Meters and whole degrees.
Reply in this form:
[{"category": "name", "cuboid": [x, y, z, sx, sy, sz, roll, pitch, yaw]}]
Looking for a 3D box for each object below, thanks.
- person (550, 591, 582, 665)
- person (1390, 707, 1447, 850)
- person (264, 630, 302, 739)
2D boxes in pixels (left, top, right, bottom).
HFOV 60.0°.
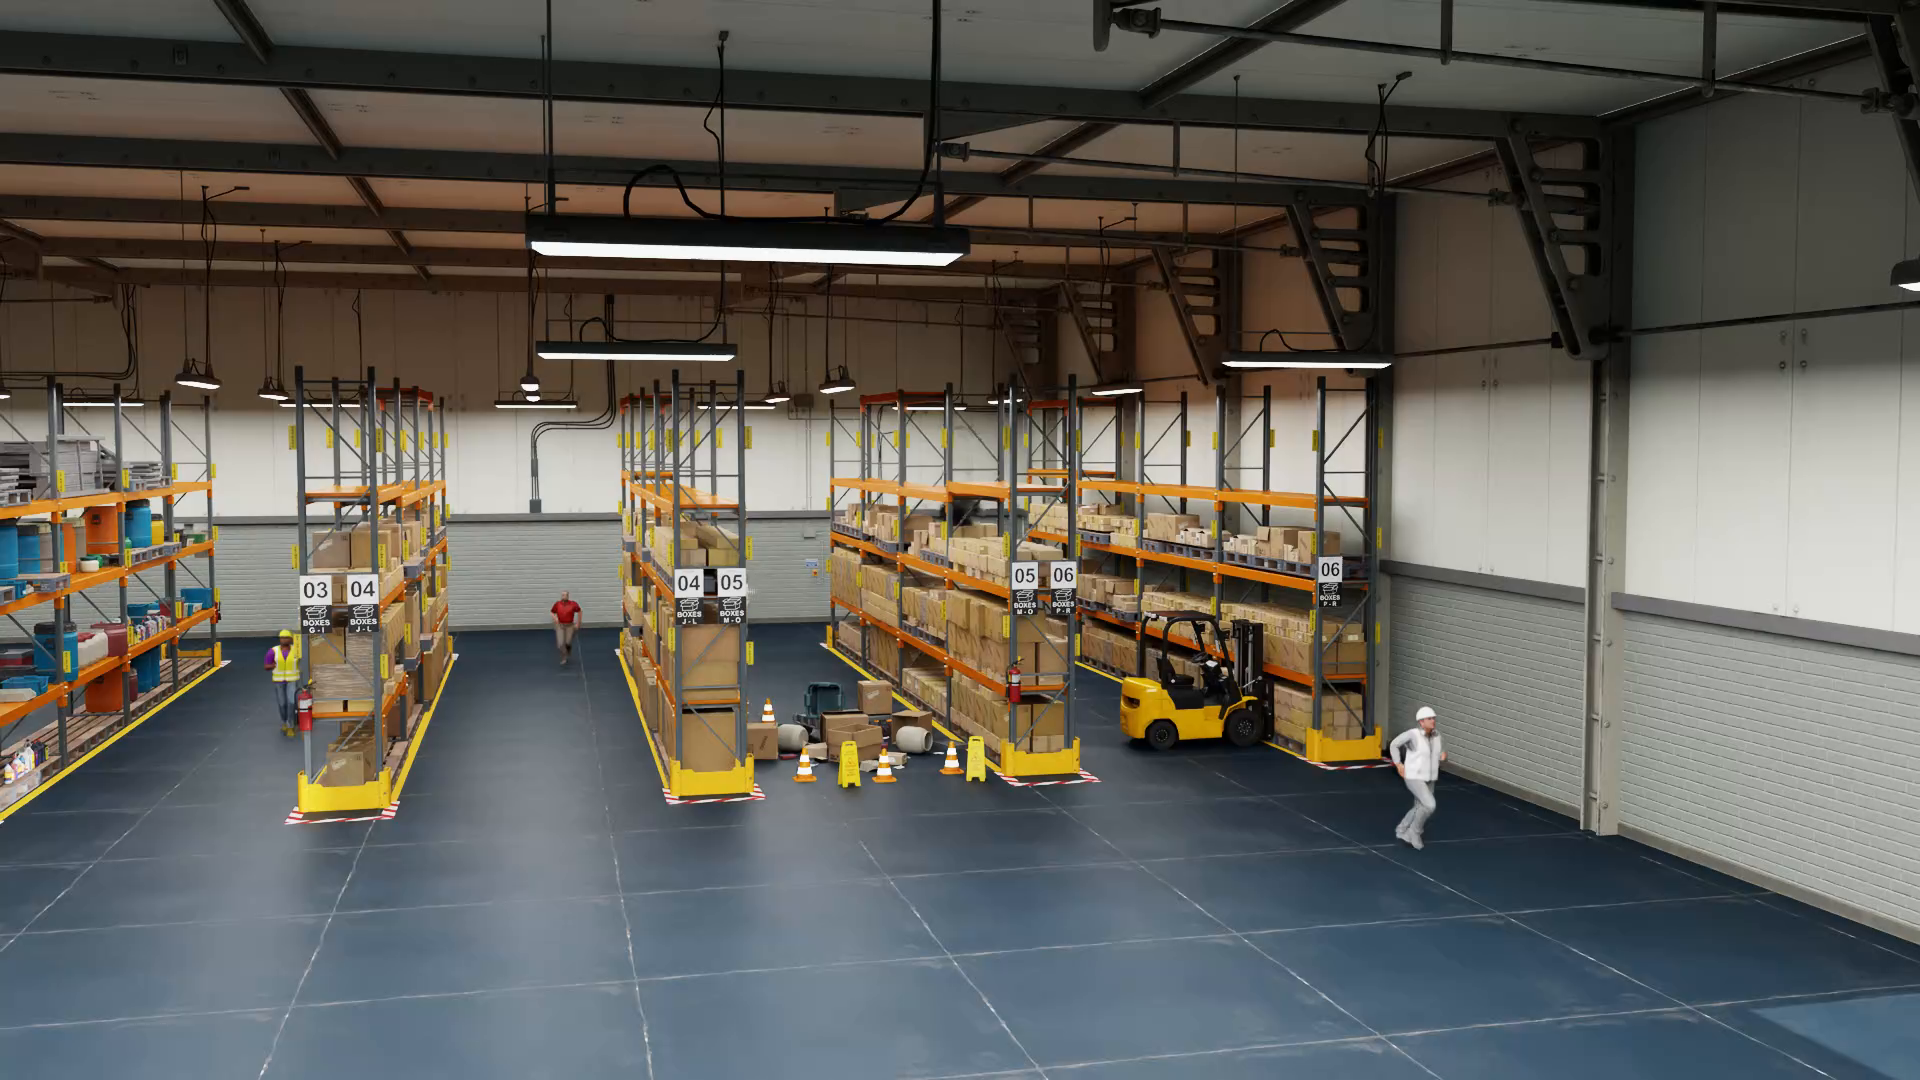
[{"category": "person", "cuboid": [-8.814, 1.960, 37.158, 0.681, 1.667, 0.584, 0, 3, -5]}, {"category": "person", "cuboid": [5.638, 2.909, 20.350, 0.635, 1.747, 0.768, -2, 4, -29]}, {"category": "person", "cuboid": [-11.434, 2.429, 28.214, 0.677, 1.823, 0.738, -1, 4, -15]}]
